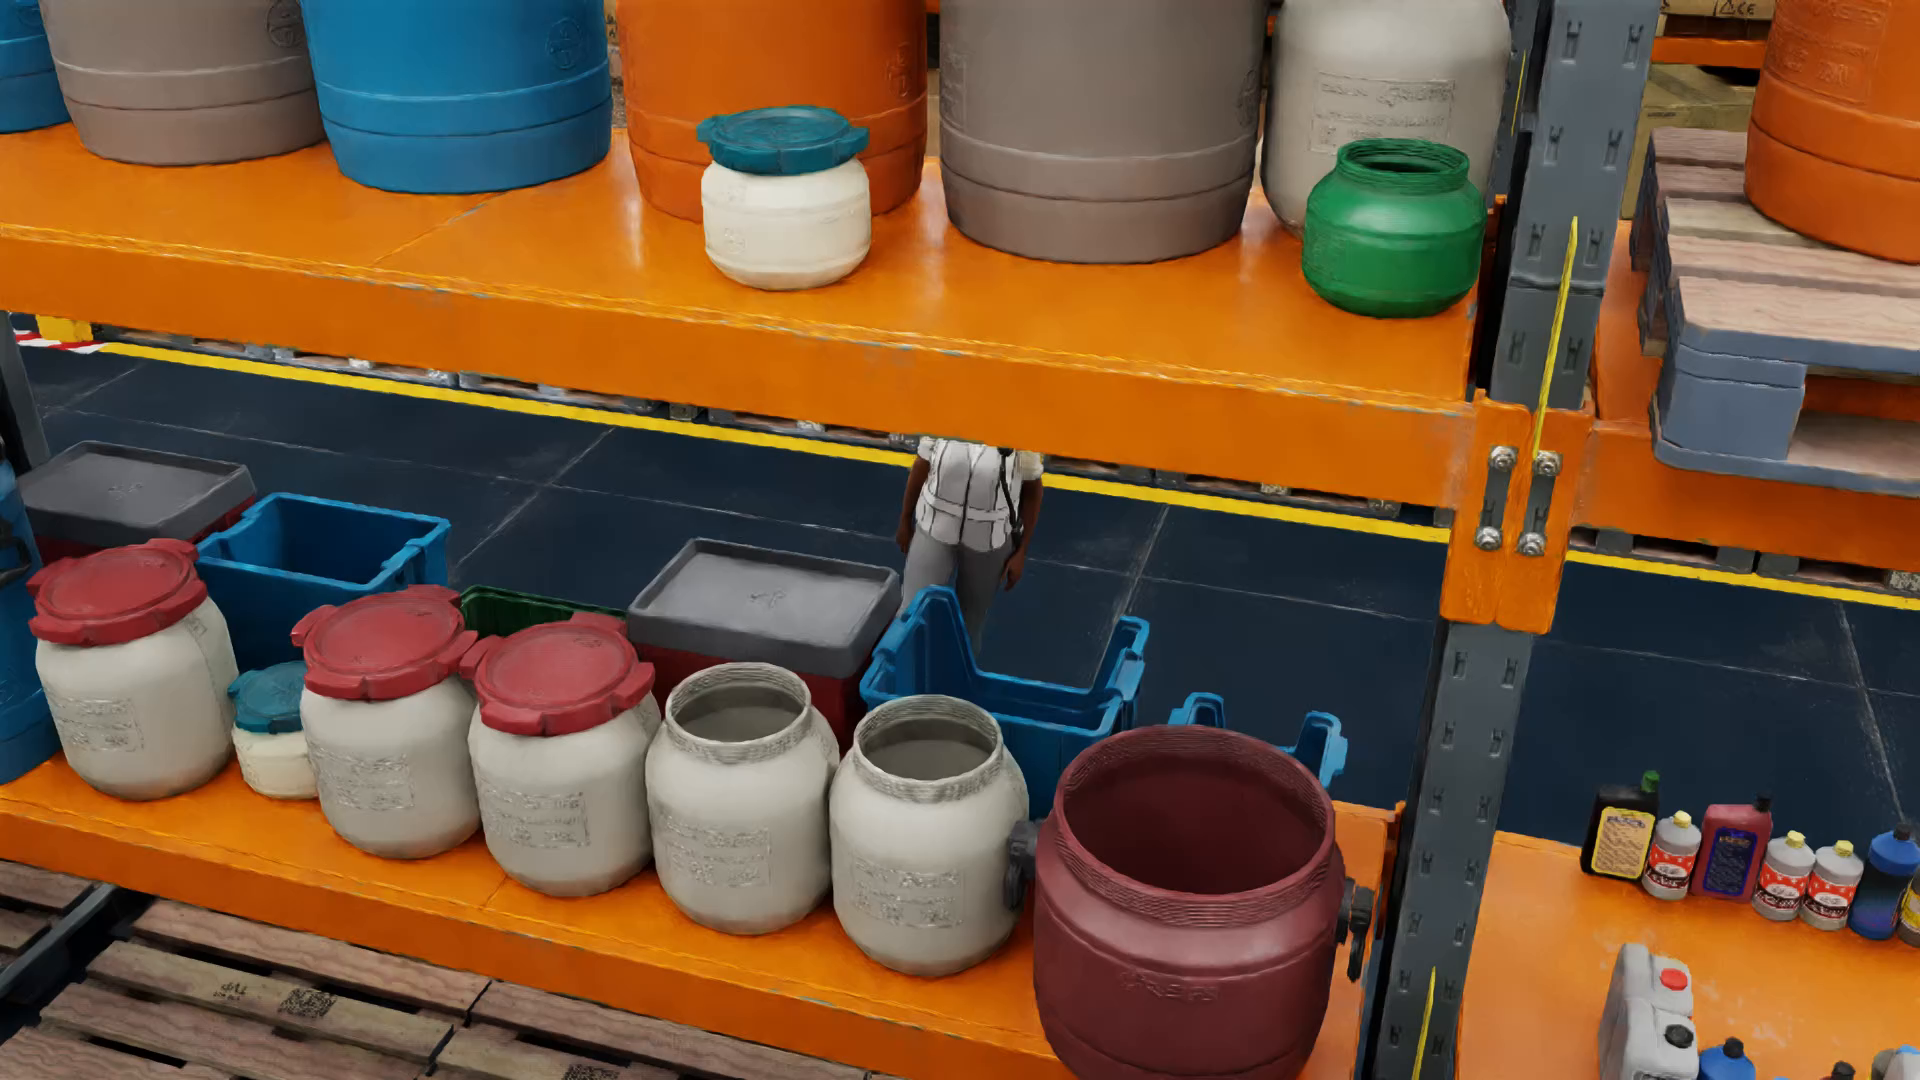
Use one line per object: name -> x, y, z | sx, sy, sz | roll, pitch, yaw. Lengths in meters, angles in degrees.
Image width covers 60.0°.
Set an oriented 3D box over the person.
person -> -0.039, 0.024, 6.075 | 0.663, 1.650, 0.438 | 6, 30, 11
